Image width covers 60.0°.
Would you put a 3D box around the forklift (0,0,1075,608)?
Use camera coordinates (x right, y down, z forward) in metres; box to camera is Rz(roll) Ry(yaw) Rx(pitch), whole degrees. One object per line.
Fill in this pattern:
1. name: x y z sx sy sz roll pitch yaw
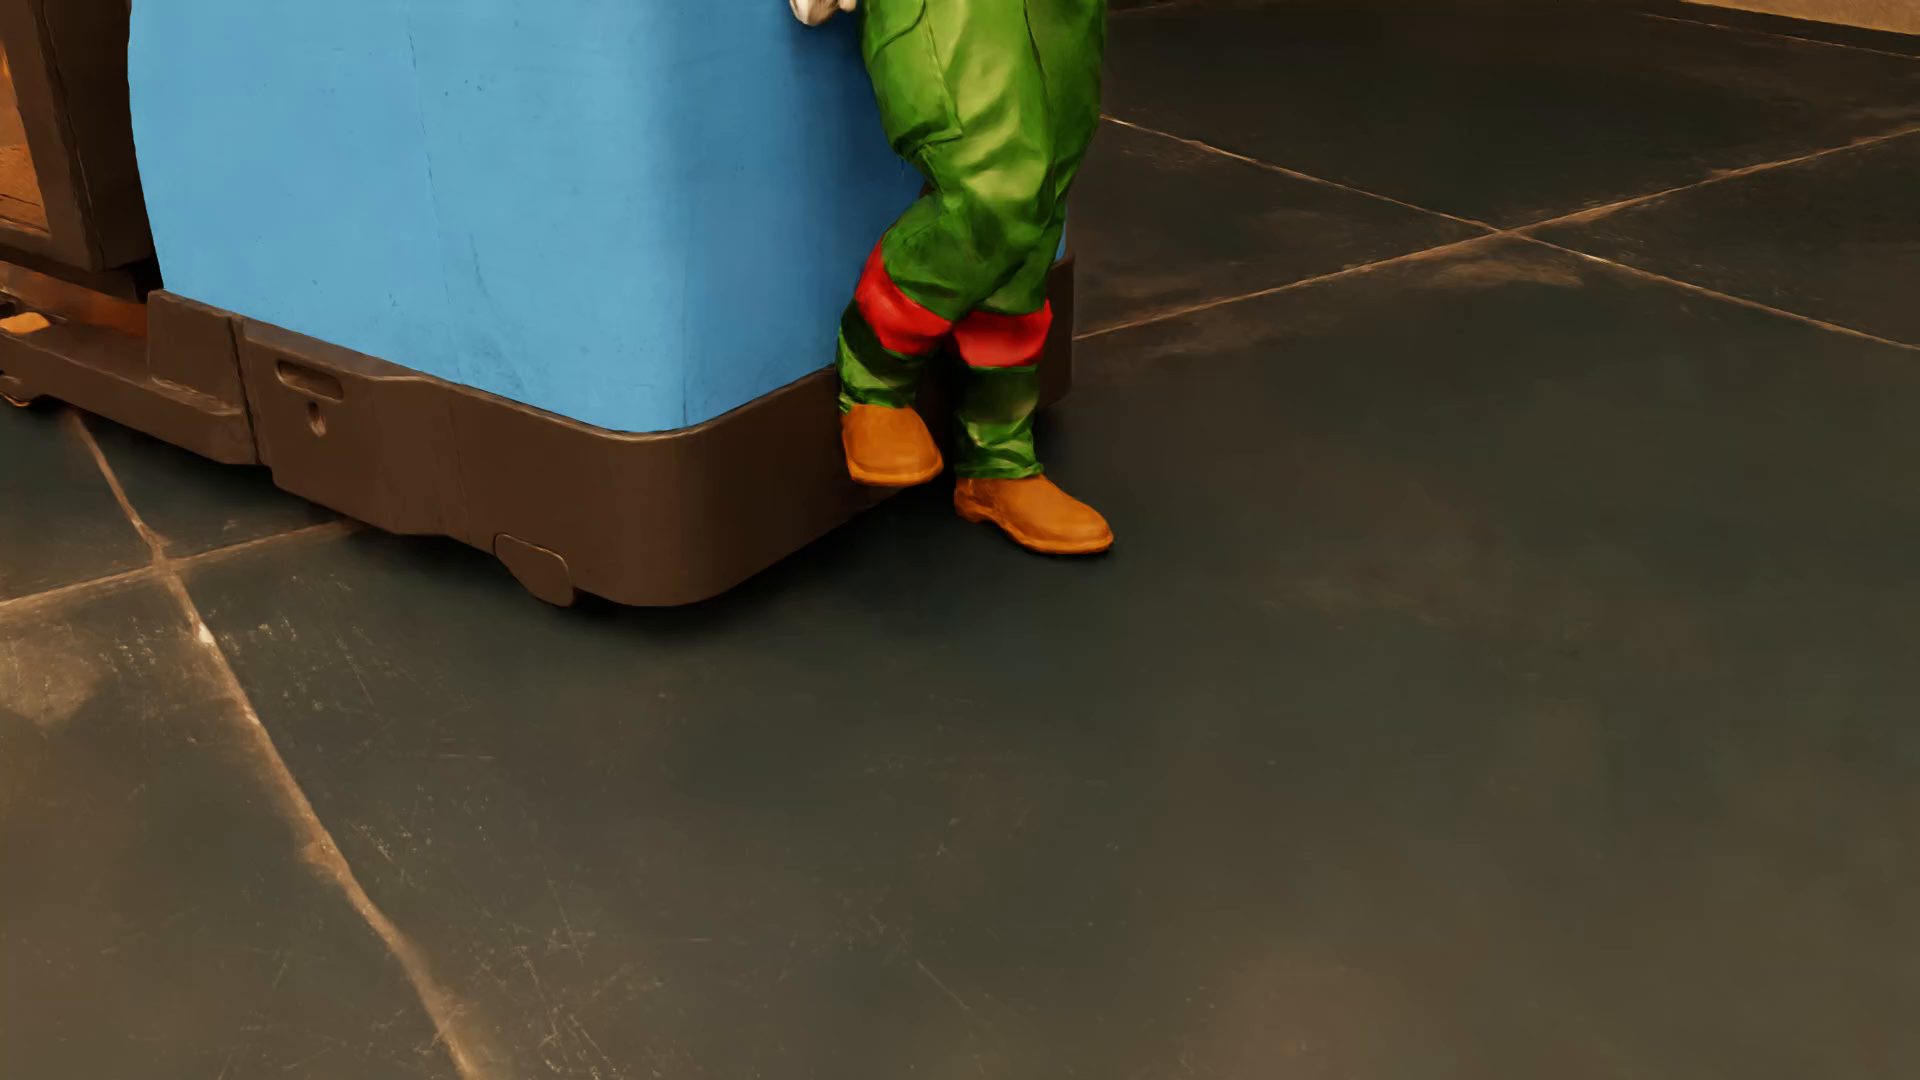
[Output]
1. forklift: -1.308 -1.721 2.663 3.031 2.935 1.130 17 32 31

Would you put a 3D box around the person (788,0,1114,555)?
1. person: 0.049 -0.770 2.038 0.540 1.794 0.484 -17 31 -31
